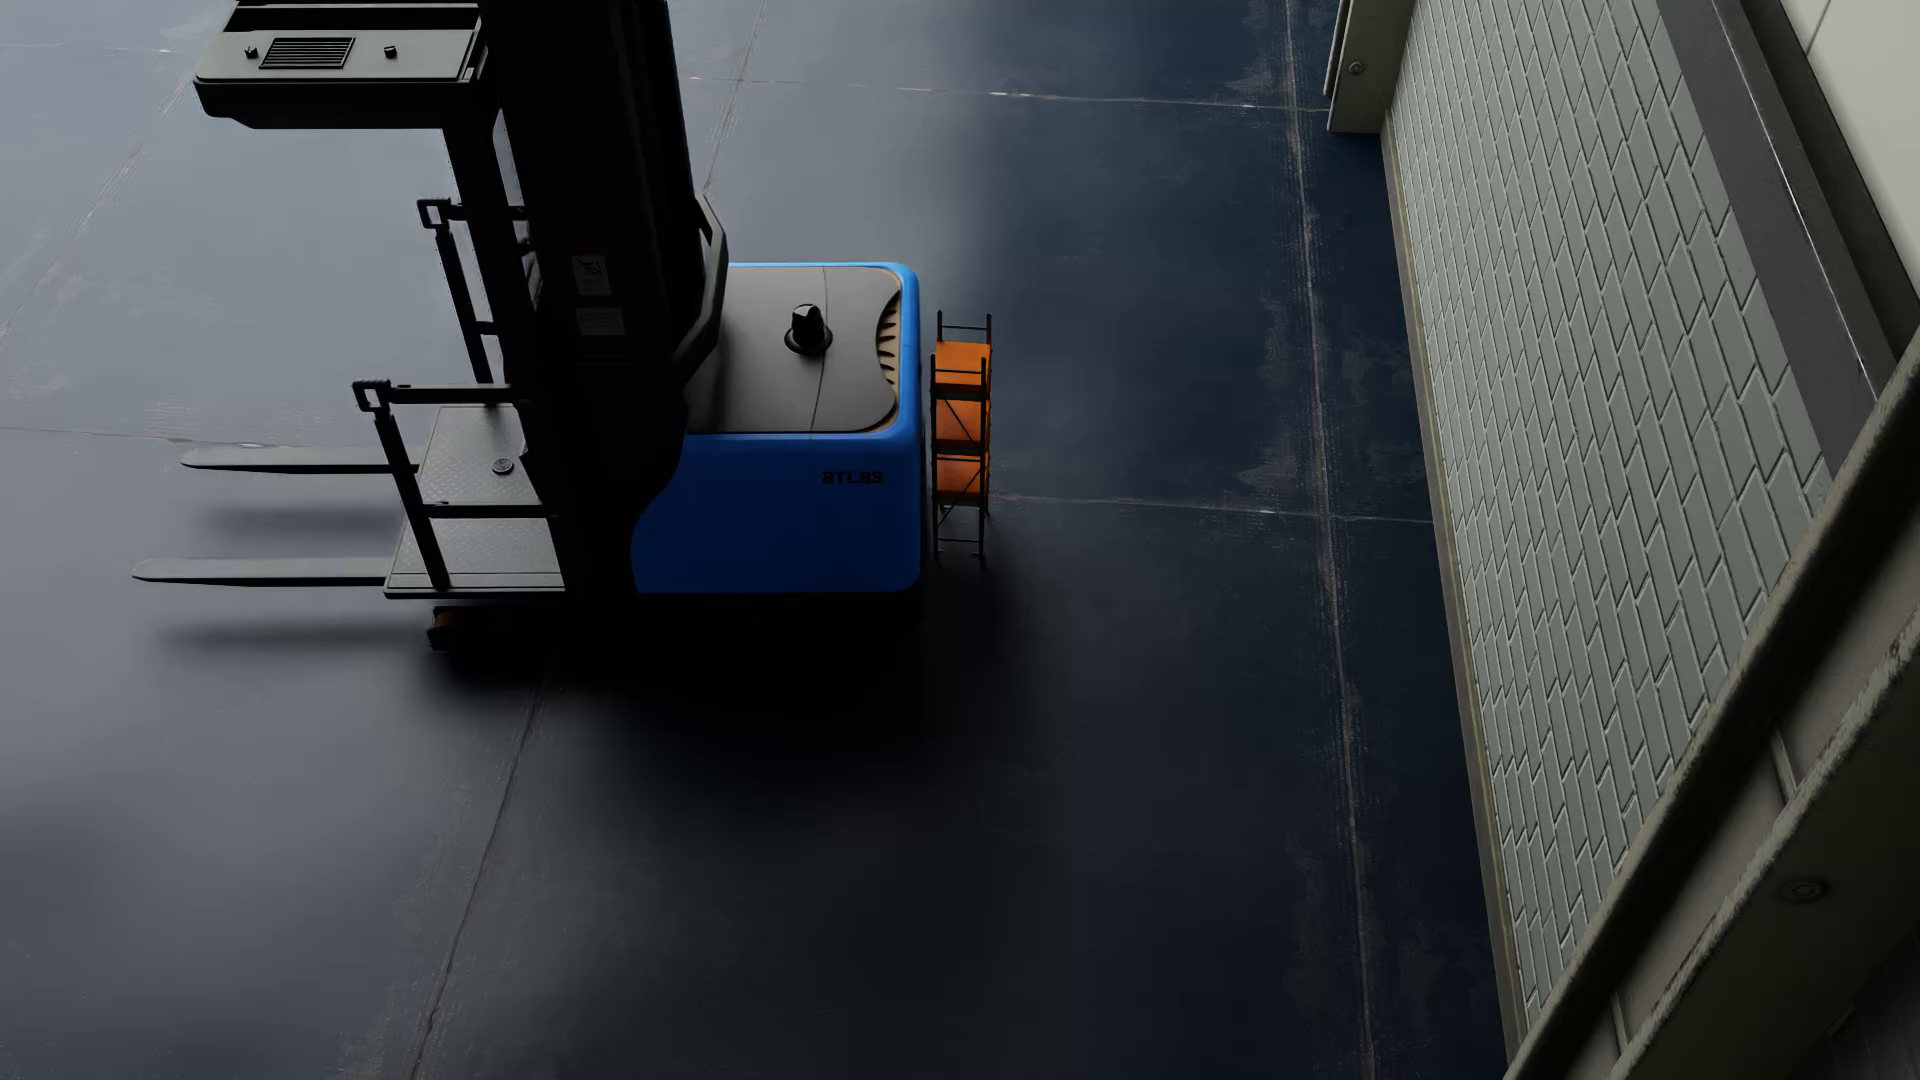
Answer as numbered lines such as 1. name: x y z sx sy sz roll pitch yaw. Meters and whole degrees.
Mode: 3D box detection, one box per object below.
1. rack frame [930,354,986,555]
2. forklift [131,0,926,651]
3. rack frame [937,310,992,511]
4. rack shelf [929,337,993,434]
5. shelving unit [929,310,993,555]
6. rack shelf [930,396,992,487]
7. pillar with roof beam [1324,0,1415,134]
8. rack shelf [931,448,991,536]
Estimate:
1. rack frame: -0.006 -0.304 6.343 0.200 1.050 0.008 4 48 4
2. forklift: -1.655 -0.955 5.663 3.031 2.935 1.130 0 48 0
3. rack frame: 0.016 -0.483 6.506 0.200 1.050 0.008 4 48 4
4. rack shelf: 0.005 -0.578 6.223 0.215 0.259 0.240 4 48 4
5. shelving unit: 0.005 -0.394 6.425 0.215 1.050 0.252 4 48 4
6. rack shelf: 0.005 -0.386 6.432 0.215 0.259 0.240 4 48 4
7. pillar with roof beam: -2.182 -5.611 5.810 9.100 9.000 0.400 4 48 4
8. rack shelf: 0.005 -0.199 6.637 0.215 0.259 0.240 4 48 4
